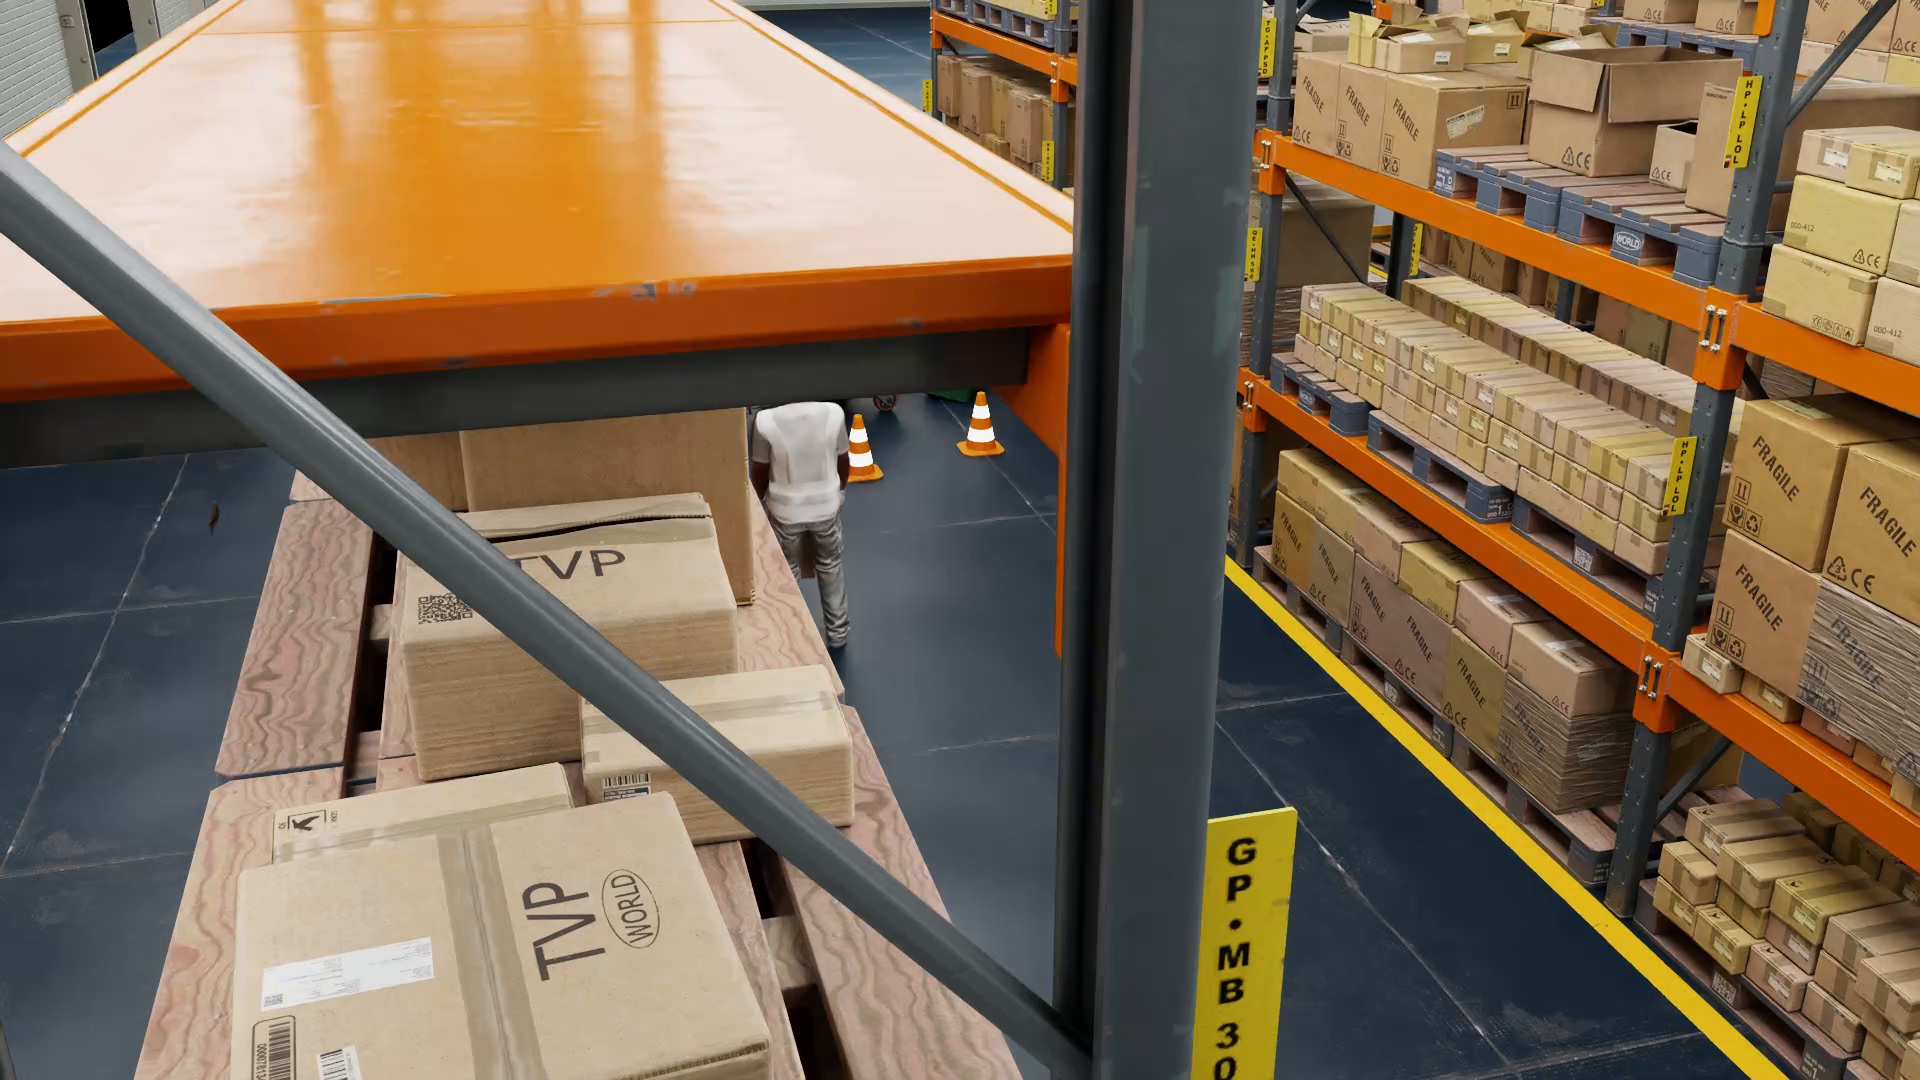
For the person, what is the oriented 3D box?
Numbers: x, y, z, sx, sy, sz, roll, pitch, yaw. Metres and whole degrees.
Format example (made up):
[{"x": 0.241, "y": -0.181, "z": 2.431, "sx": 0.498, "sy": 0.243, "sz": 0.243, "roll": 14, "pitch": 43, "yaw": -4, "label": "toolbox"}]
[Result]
[{"x": -0.916, "y": -0.203, "z": 9.566, "sx": 0.628, "sy": 1.774, "sz": 0.453, "roll": -7, "pitch": 24, "yaw": -15, "label": "person"}]
